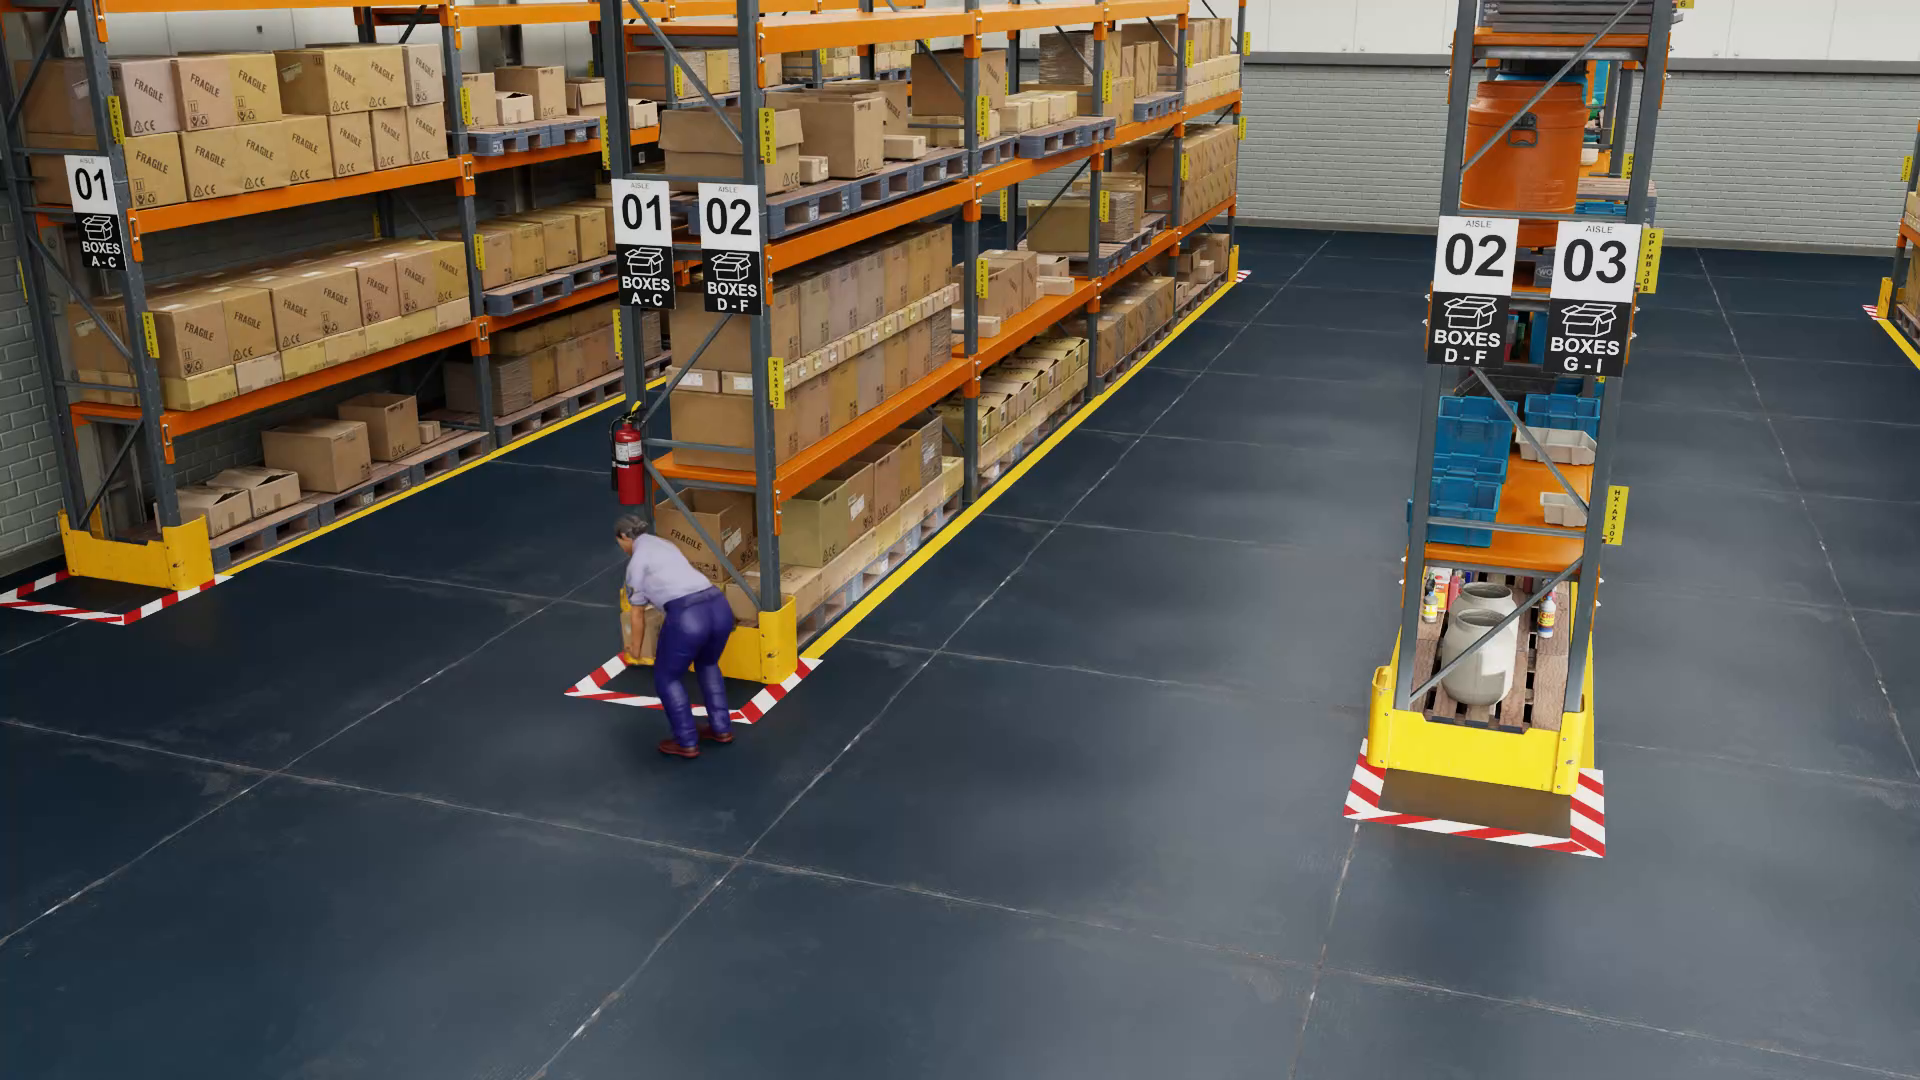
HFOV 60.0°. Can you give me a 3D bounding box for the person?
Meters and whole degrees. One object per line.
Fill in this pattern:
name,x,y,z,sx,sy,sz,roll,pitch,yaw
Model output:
person,-1.711,0.552,9.892,0.783,1.380,0.451,14,23,36
